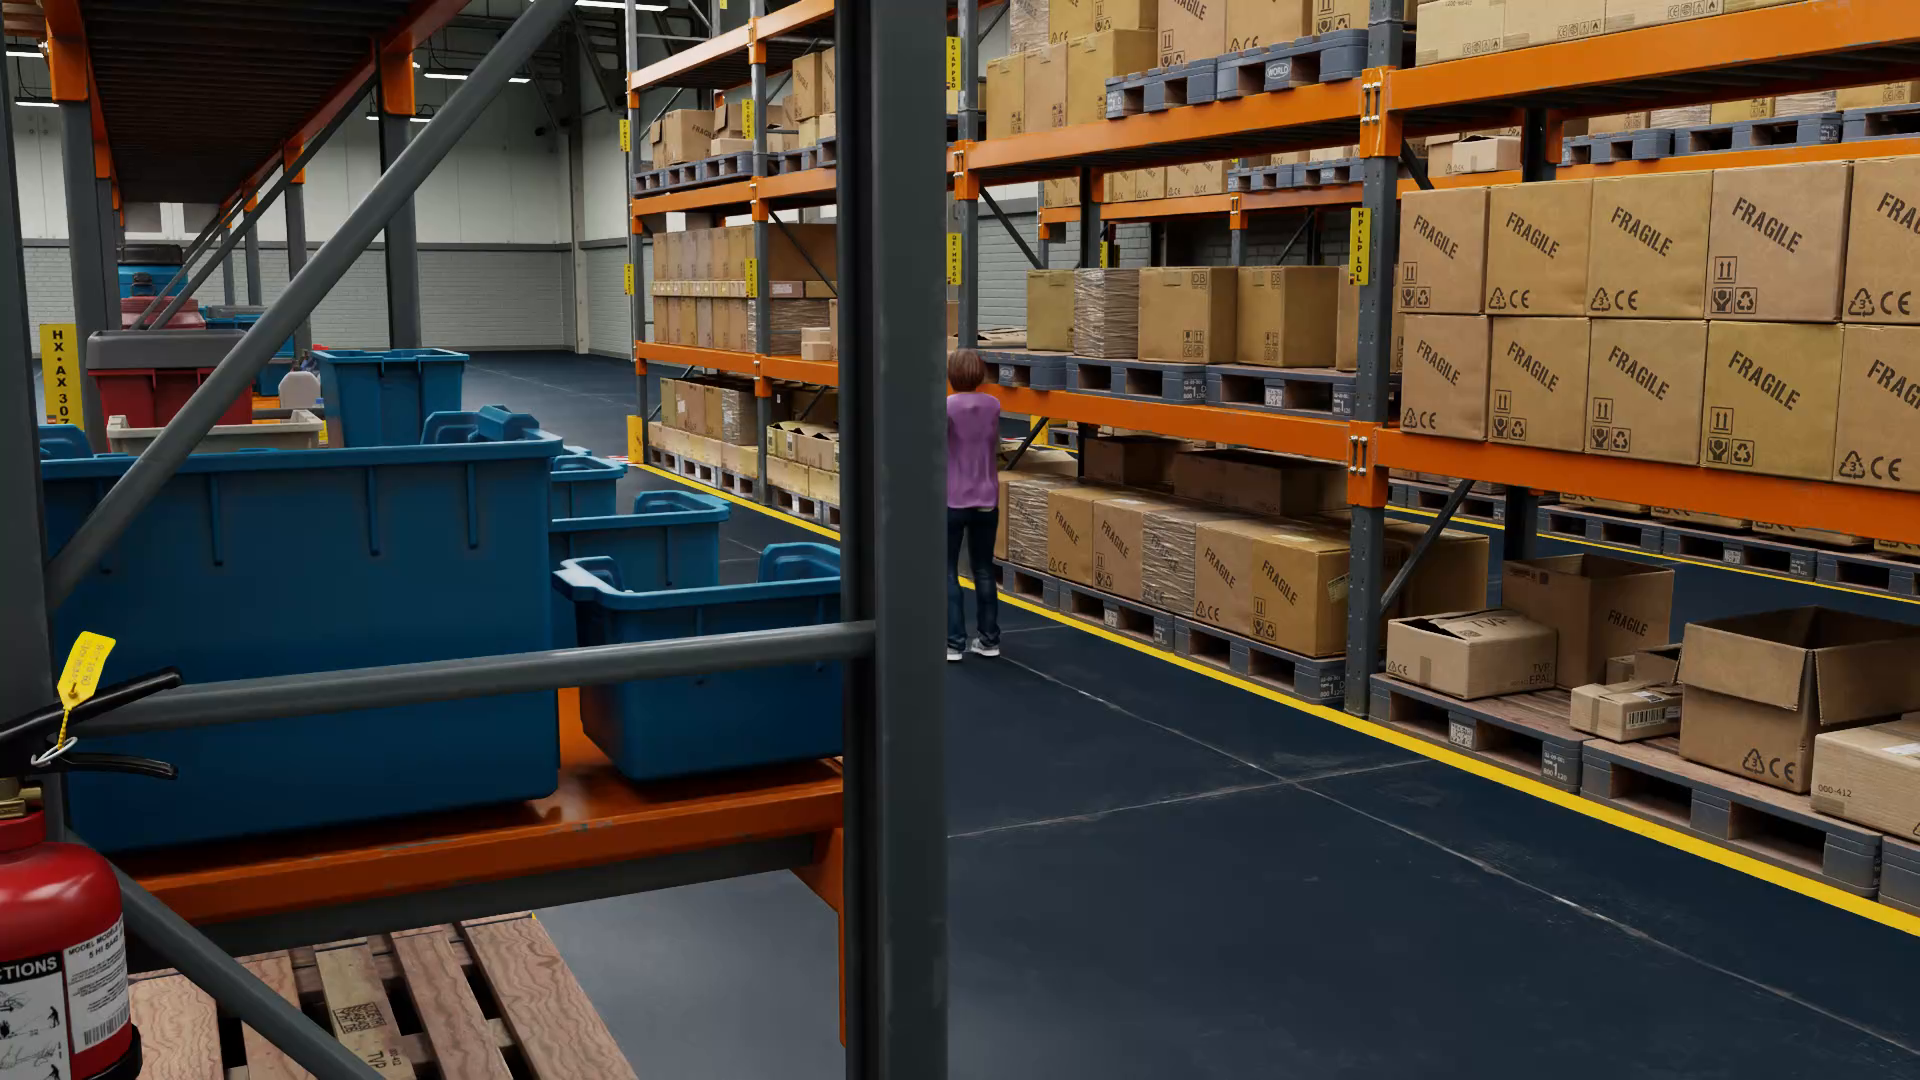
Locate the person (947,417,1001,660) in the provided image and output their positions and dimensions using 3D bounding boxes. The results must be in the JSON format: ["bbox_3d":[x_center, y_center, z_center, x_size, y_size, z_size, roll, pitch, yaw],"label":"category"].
[{"bbox_3d":[0.019,-0.059,8.554,0.442,1.354,0.325,-4,10,-26],"label":"person"}]
